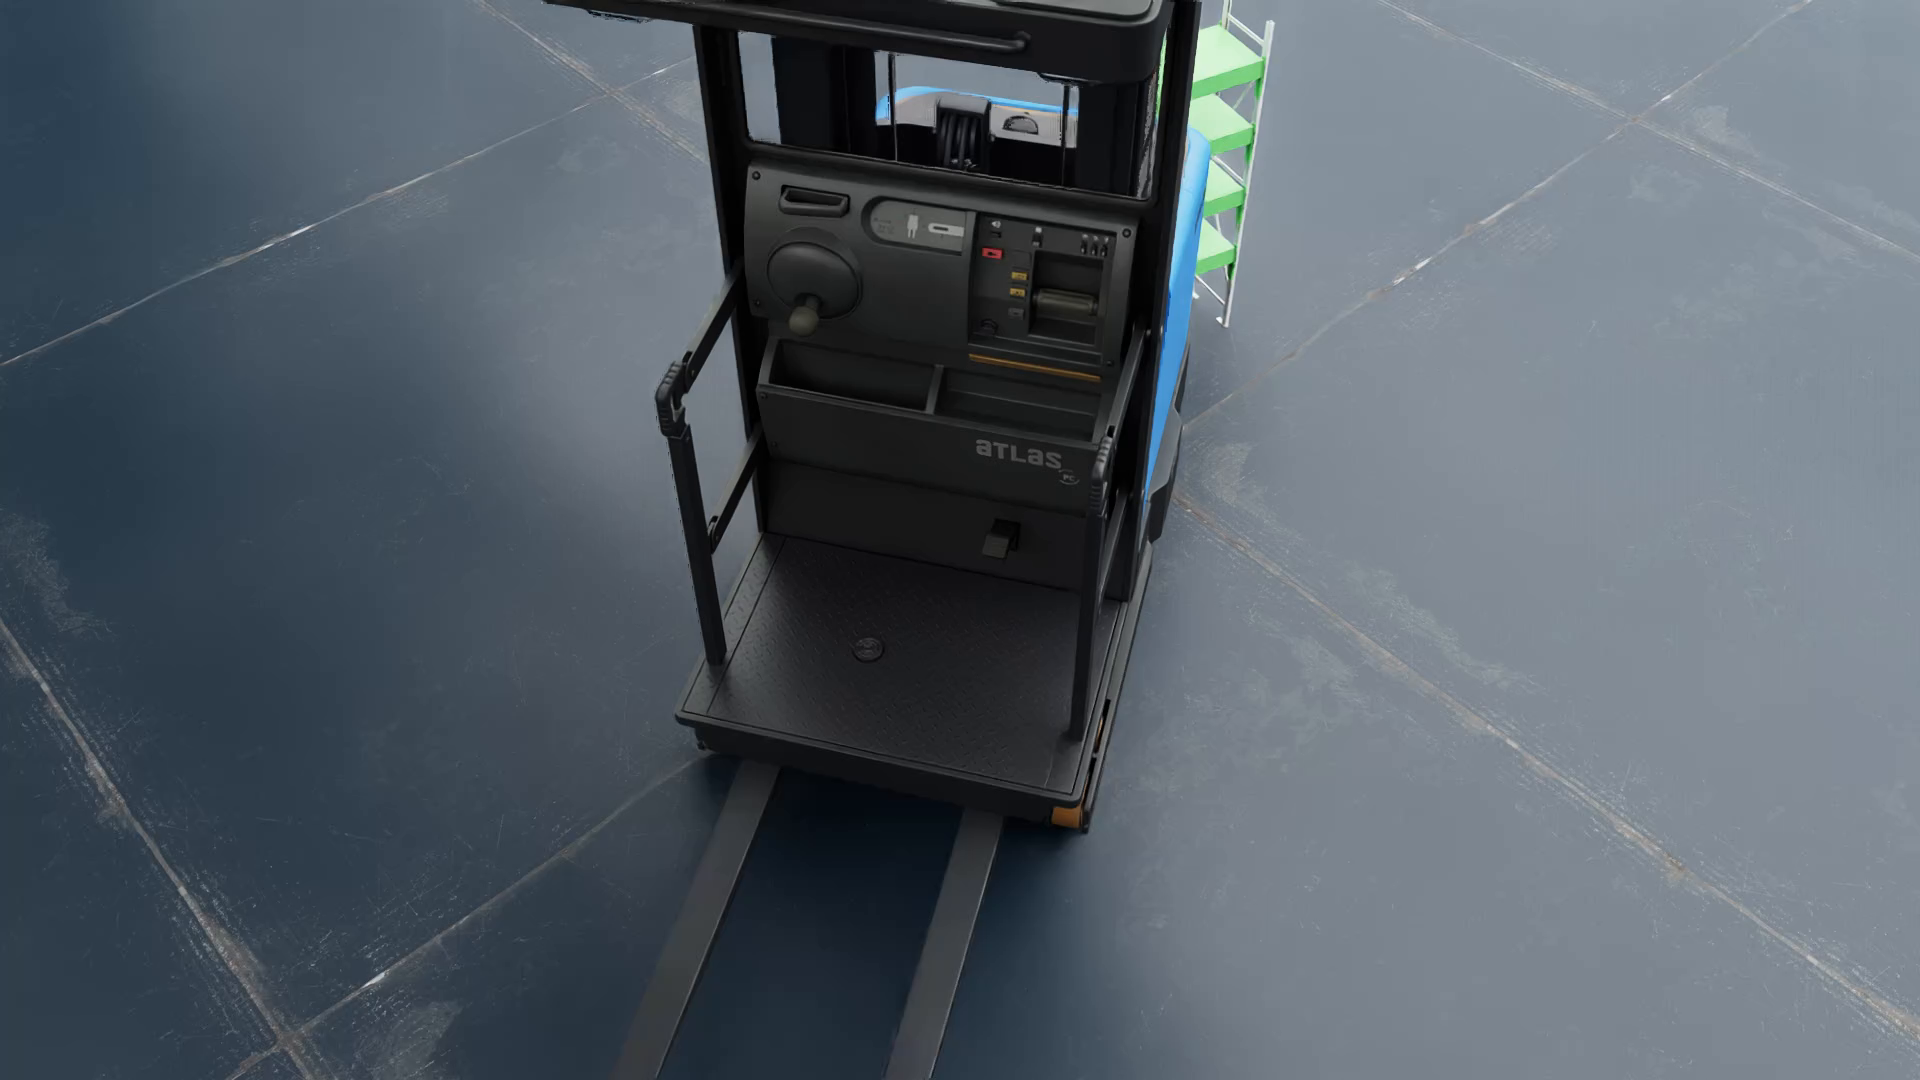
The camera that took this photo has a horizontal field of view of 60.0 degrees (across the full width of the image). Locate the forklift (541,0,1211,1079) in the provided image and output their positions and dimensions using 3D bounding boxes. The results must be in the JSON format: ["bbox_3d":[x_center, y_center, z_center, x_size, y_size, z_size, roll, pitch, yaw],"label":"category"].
[{"bbox_3d":[-0.109,-0.533,3.747,1.130,2.935,3.031,11,48,10],"label":"forklift"}]

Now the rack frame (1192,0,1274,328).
[{"bbox_3d":[0.896,-1.244,5.582,0.015,1.200,0.240,-22,51,-19],"label":"rack frame"}]

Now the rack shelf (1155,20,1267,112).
[{"bbox_3d":[0.681,-1.441,5.197,0.480,0.148,0.258,-22,51,-19],"label":"rack shelf"}]

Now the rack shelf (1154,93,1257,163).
[{"bbox_3d":[0.681,-1.278,5.374,0.480,0.148,0.258,-22,51,-19],"label":"rack shelf"}]

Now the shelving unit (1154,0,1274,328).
[{"bbox_3d":[0.681,-1.159,5.503,0.503,1.200,0.258,-22,51,-19],"label":"shelving unit"}]

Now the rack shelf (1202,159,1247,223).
[{"bbox_3d":[0.681,-1.116,5.550,0.480,0.148,0.258,-22,51,-19],"label":"rack shelf"}]

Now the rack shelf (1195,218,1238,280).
[{"bbox_3d":[0.681,-0.953,5.726,0.480,0.148,0.258,-22,51,-19],"label":"rack shelf"}]
